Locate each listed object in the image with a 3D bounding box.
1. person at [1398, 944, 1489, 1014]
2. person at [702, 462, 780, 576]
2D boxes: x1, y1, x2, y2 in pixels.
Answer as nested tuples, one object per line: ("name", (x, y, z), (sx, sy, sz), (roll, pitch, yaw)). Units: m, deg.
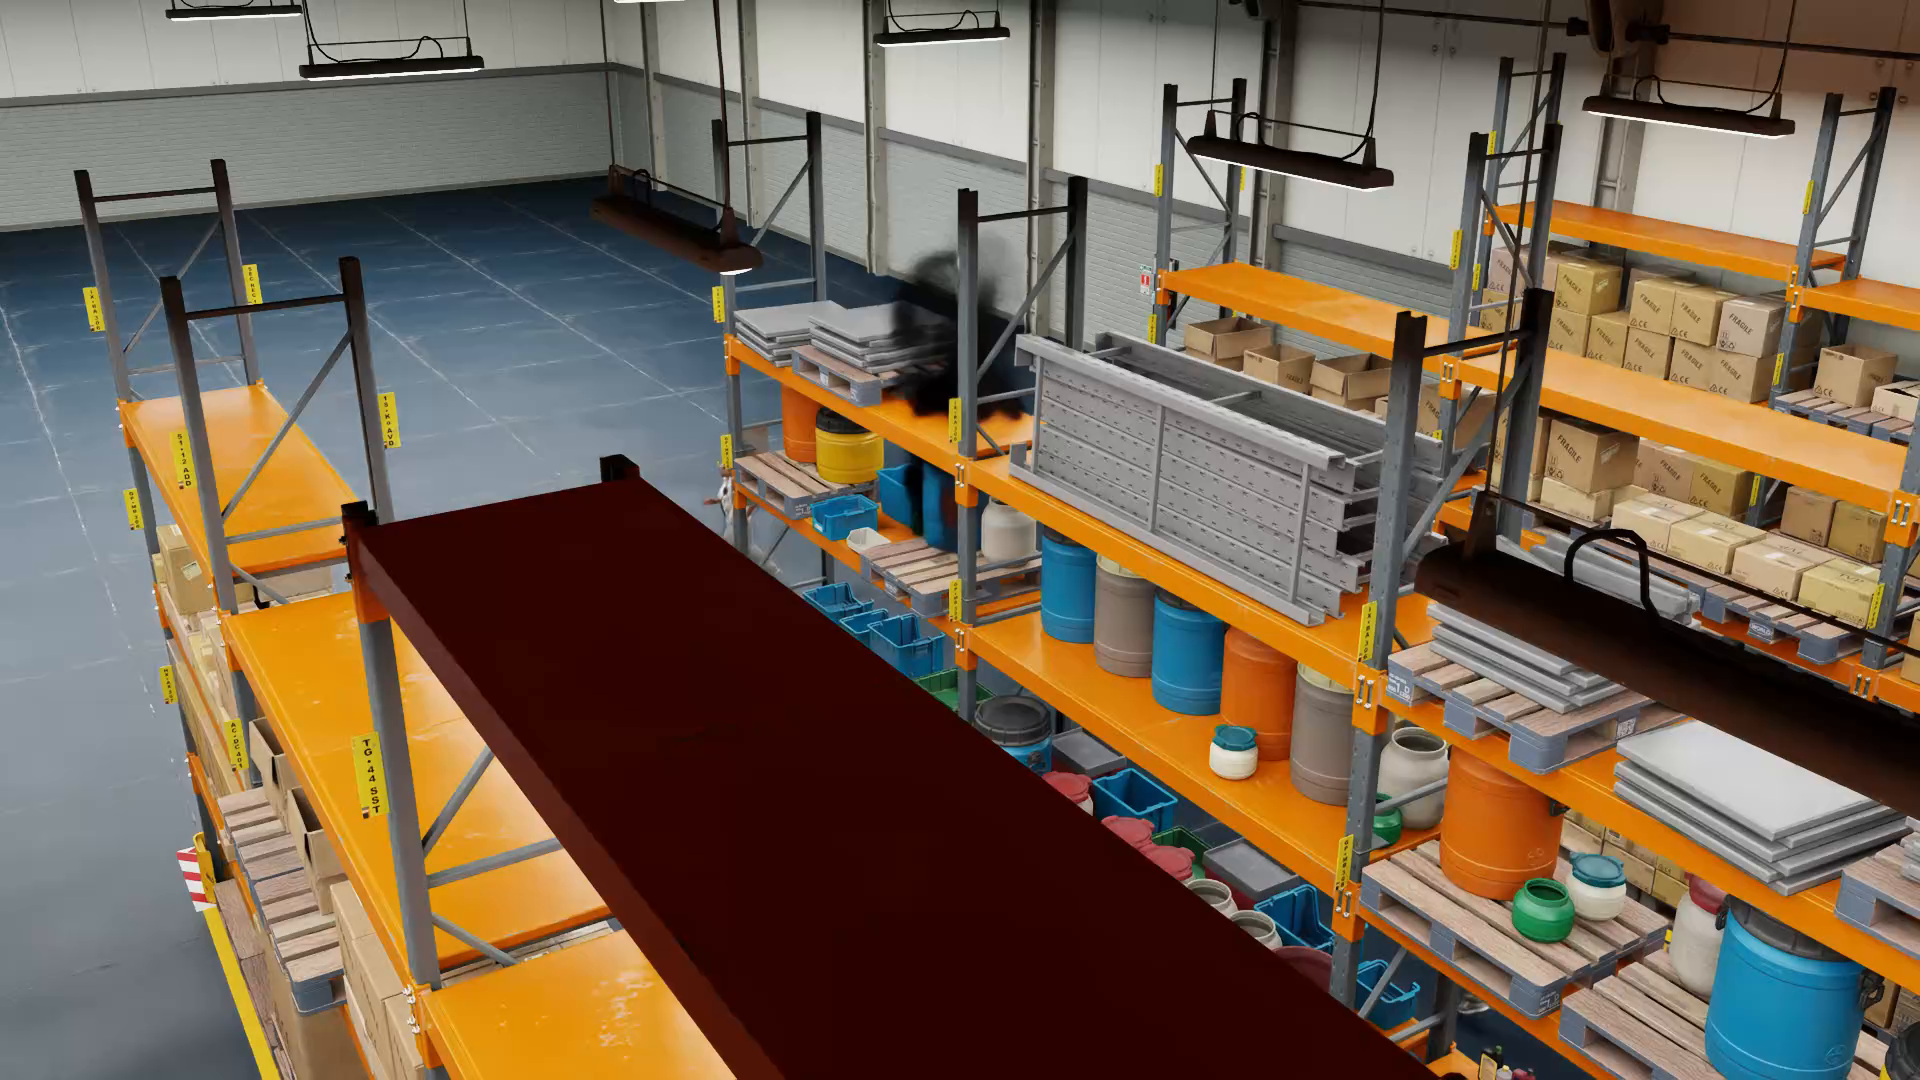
("person", (3.641, 2.720, 12.333), (0.524, 1.558, 0.859), (-20, 29, -40))
("person", (-2.588, -0.191, 19.584), (0.898, 1.709, 0.539), (-3, 22, -8))
